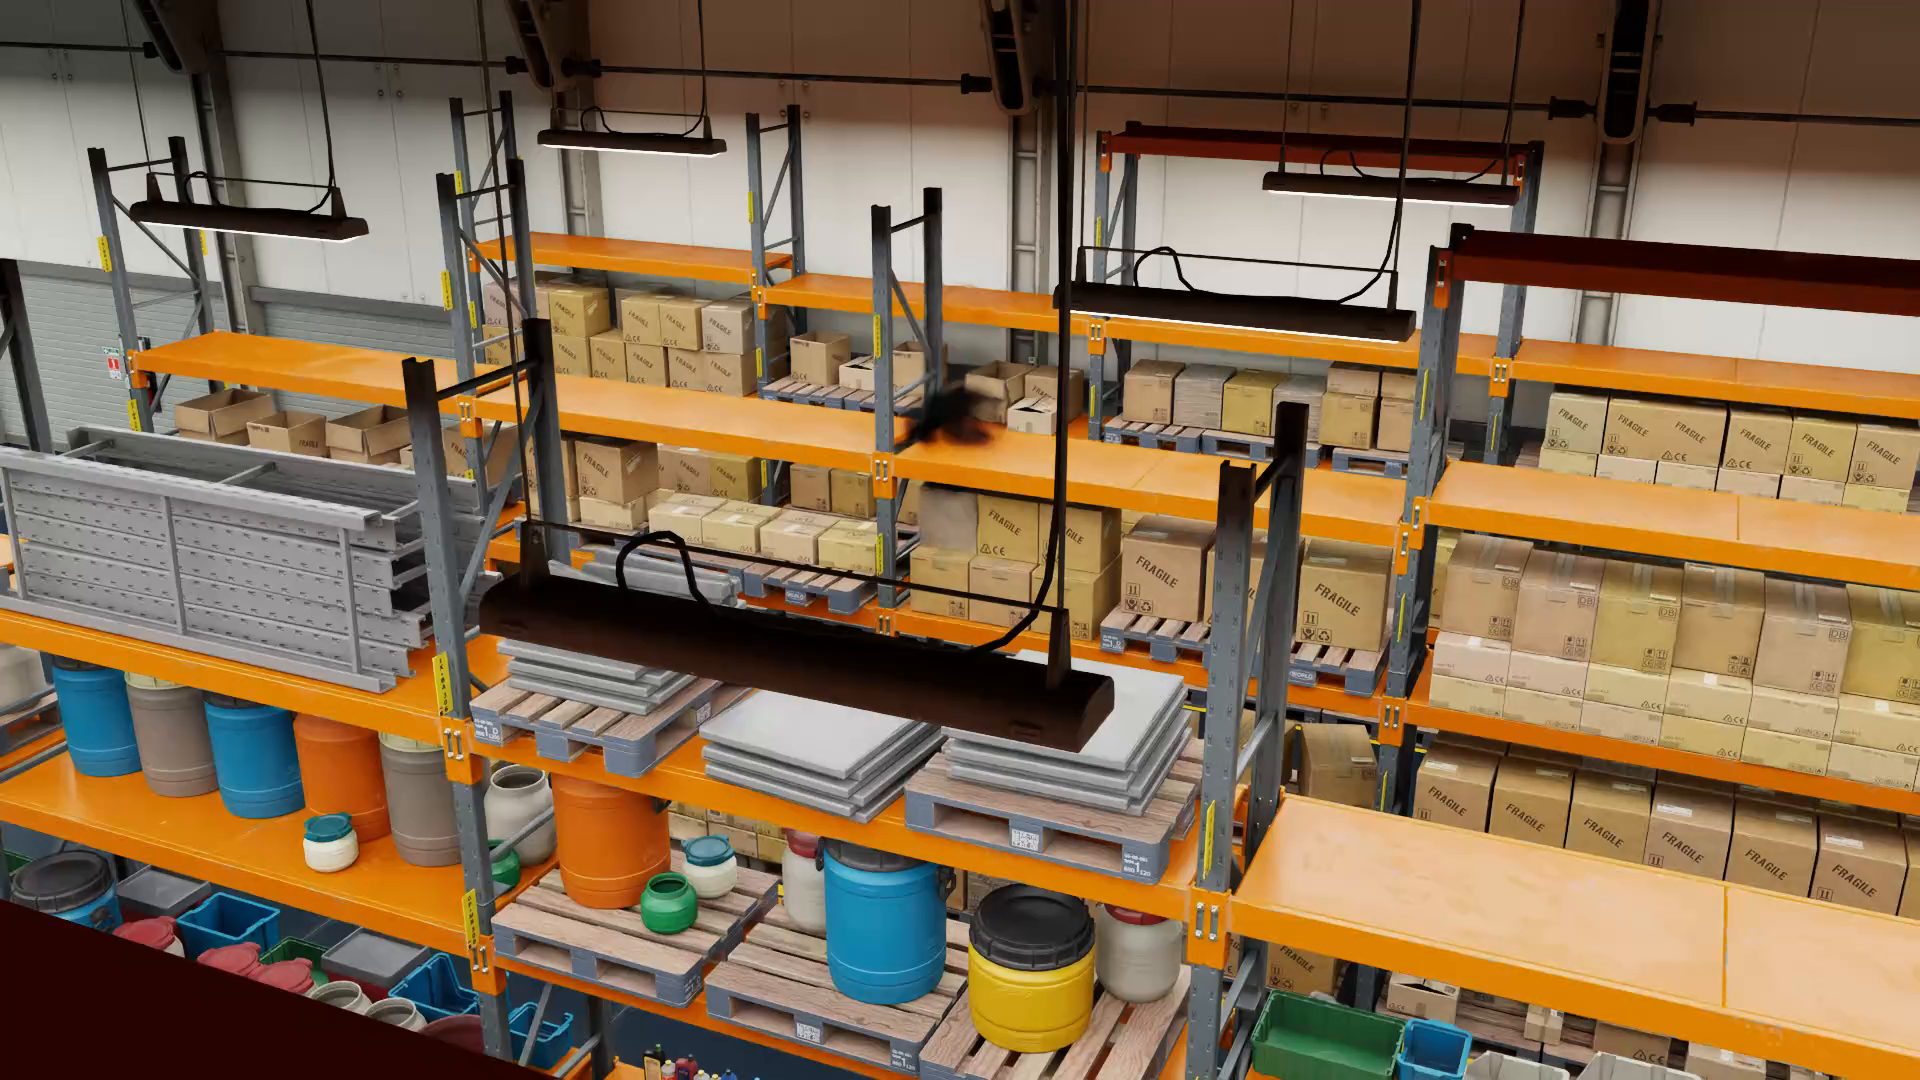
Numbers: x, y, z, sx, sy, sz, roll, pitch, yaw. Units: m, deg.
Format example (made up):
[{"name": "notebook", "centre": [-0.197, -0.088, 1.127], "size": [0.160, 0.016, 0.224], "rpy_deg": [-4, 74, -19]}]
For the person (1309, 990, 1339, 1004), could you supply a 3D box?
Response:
[{"name": "person", "centre": [2.224, 3.598, 10.570], "size": [0.897, 1.650, 0.604], "rpy_deg": [7, 22, 19]}]
